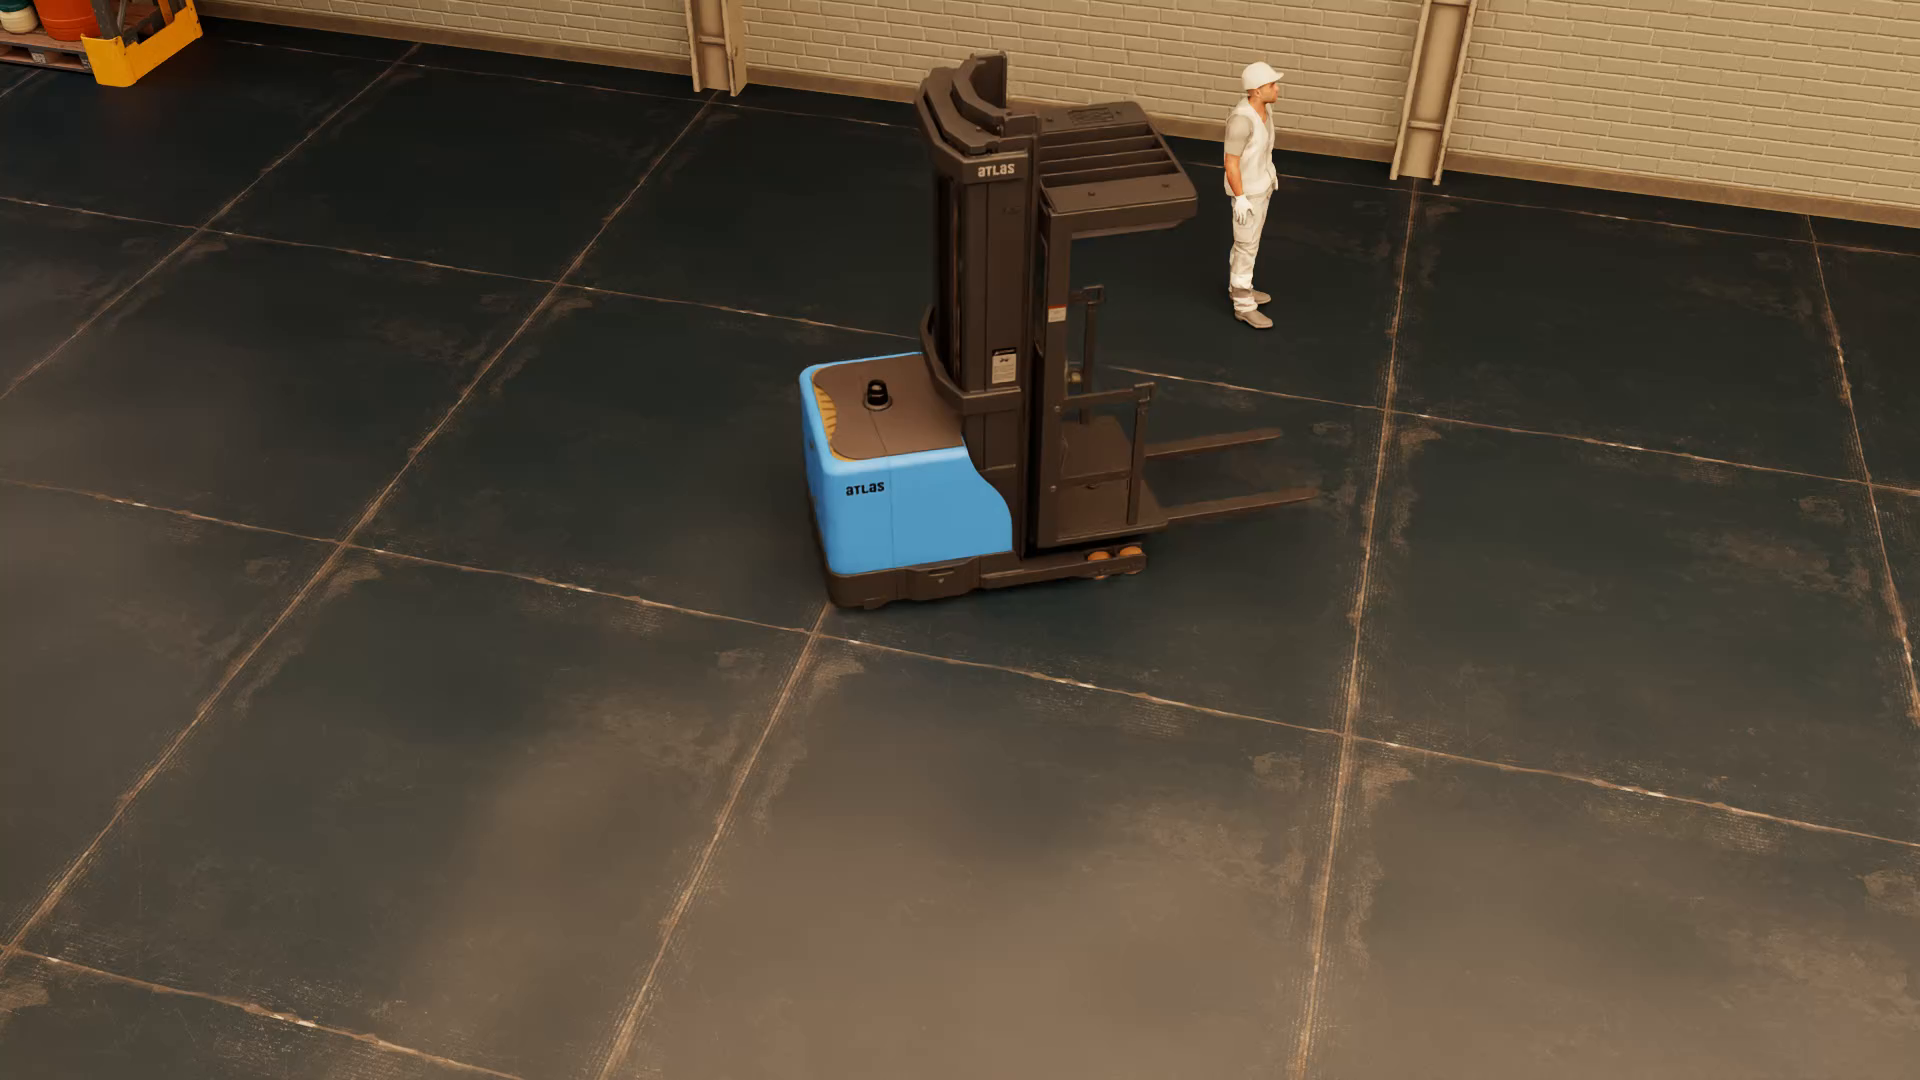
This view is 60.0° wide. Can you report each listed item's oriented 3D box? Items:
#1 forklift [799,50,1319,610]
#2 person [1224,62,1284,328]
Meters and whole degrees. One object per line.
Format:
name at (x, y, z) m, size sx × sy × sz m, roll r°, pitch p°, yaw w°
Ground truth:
forklift at (0.627, -1.204, 9.235) m, size 3.031 × 2.935 × 1.130 m, roll -8°, pitch 42°, yaw -10°
person at (2.075, -2.398, 11.452) m, size 0.566 × 1.786 × 0.637 m, roll 19°, pitch 45°, yaw 20°
